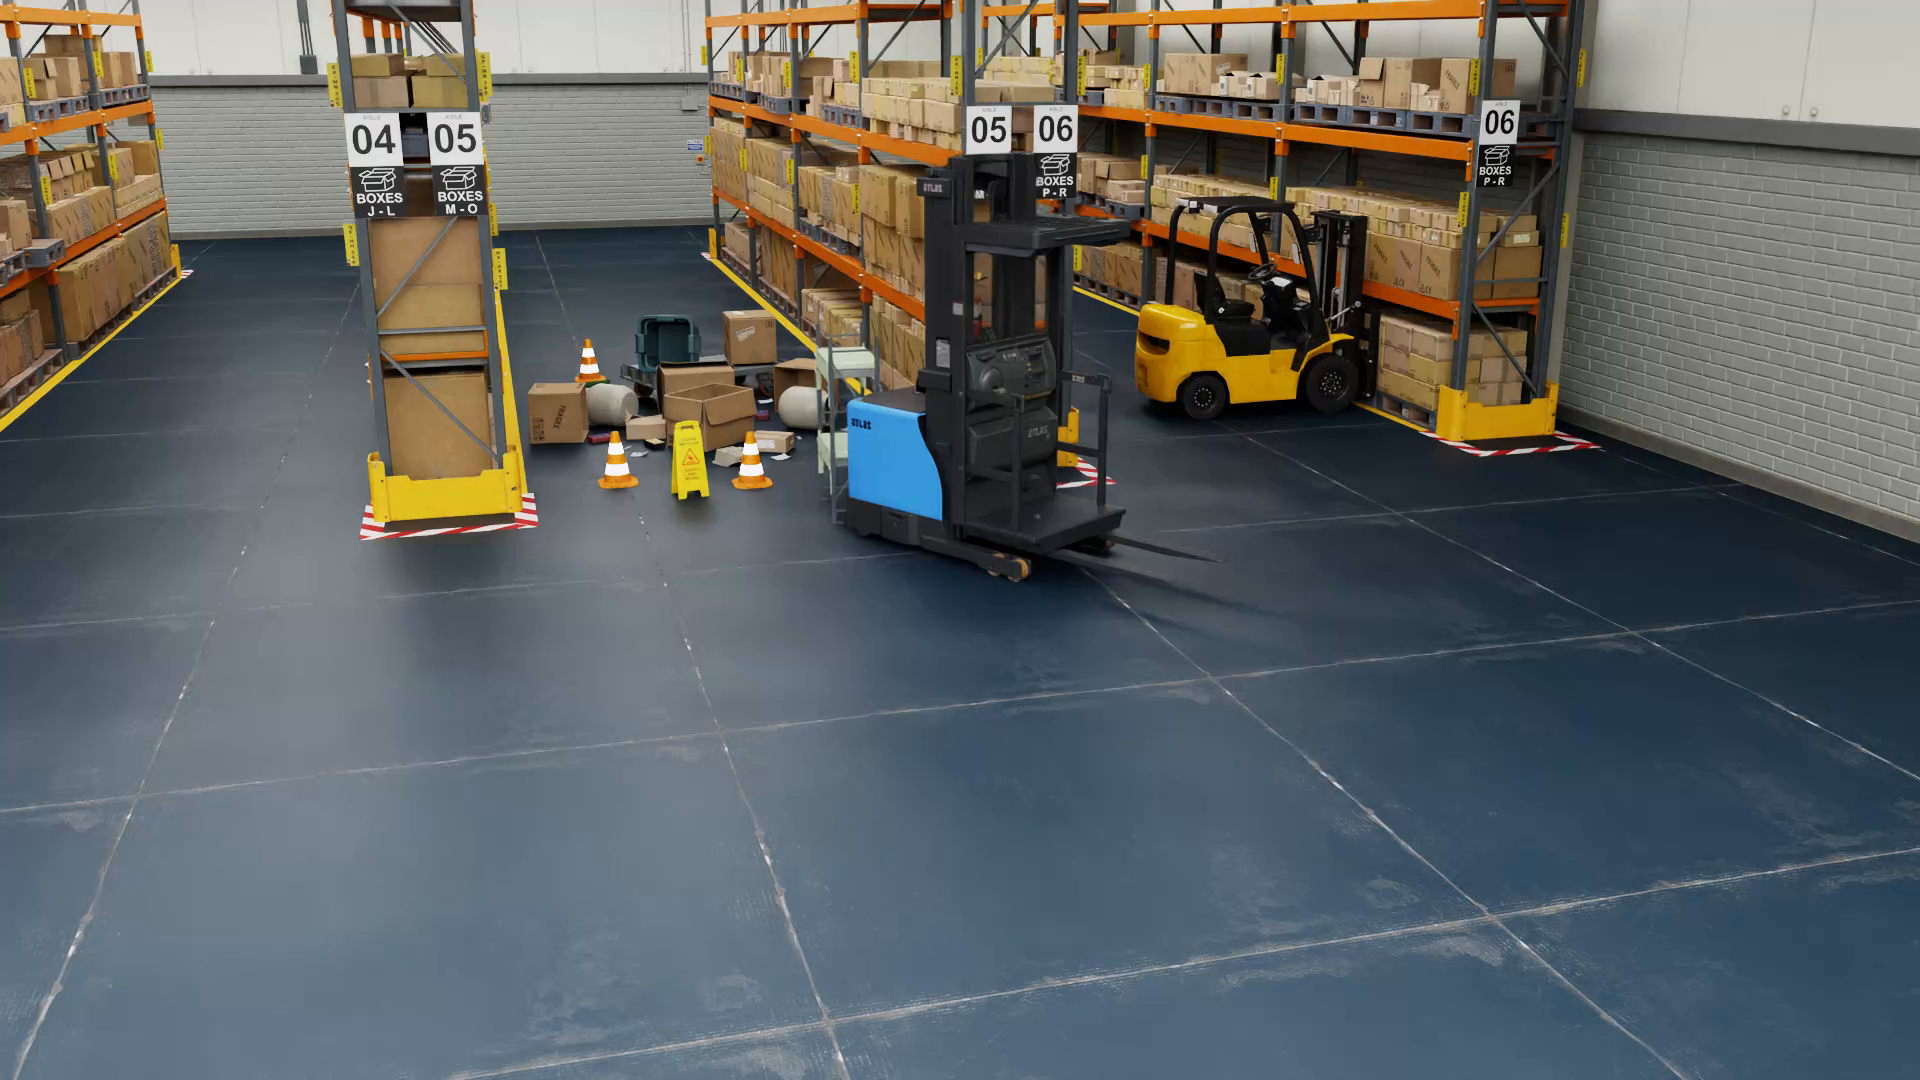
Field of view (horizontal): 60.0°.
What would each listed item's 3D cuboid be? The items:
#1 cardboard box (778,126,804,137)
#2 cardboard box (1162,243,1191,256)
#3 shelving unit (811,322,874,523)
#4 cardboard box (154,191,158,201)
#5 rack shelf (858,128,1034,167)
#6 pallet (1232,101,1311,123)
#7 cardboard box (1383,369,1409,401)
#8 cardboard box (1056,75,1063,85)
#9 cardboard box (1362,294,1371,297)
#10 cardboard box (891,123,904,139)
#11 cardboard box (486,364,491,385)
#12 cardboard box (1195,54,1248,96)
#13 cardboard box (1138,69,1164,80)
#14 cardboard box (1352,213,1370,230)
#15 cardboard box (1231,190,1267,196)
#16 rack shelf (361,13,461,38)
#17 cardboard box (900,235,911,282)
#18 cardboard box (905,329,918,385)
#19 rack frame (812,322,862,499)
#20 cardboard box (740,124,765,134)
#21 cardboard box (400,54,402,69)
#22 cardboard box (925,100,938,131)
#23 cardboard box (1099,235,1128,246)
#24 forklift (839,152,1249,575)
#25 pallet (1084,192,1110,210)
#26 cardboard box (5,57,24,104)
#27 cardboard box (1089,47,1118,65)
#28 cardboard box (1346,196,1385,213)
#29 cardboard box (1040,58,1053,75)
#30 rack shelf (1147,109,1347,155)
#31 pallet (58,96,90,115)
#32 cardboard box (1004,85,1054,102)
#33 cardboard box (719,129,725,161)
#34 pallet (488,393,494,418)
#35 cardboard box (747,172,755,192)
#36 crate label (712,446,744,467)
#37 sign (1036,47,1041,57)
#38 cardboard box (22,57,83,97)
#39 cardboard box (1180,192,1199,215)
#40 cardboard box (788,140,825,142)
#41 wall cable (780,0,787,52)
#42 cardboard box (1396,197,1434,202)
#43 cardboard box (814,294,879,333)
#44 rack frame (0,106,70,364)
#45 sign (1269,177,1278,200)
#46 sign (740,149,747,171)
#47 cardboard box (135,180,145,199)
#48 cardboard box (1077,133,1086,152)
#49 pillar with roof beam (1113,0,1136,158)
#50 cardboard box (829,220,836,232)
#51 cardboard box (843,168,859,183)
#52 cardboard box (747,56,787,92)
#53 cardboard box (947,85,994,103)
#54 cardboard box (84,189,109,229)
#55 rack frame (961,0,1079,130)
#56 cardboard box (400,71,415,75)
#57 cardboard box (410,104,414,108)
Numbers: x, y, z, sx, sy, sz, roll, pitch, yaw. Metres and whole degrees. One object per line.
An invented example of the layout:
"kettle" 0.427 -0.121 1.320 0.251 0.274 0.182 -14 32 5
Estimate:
"cardboard box" -2.626 -6.360 25.873 0.380 0.149 0.250 -5 17 -16
"cardboard box" 3.191 -4.261 24.412 0.380 0.149 0.250 -4 17 -14
"shelving unit" -0.956 -0.972 13.582 0.431 1.500 0.755 -3 17 -9
"cardboard box" -12.861 -5.404 26.164 0.380 0.149 0.250 -5 17 -15
"rack shelf" -0.041 -3.741 16.229 1.077 0.370 4.000 -5 17 -15
"pallet" 3.926 -5.184 20.114 0.805 0.209 1.217 -5 18 -17
"cardboard box" 4.720 -1.617 17.171 0.500 0.250 0.500 -5 17 -15
"cardboard box" 1.720 -7.186 25.978 0.380 0.149 0.250 -5 17 -15
"cardboard box" 4.656 -2.699 19.035 0.500 0.250 0.500 -5 17 -16
"cardboard box" -0.471 -4.049 16.442 0.380 0.149 0.250 -5 17 -16
"cardboard box" -5.579 -2.071 17.814 1.050 0.750 0.750 -5 17 -16
"cardboard box" 3.326 -5.935 21.203 0.500 0.500 0.500 -4 17 -14
"cardboard box" 2.703 -6.472 23.121 0.380 0.149 0.250 -4 17 -13
"cardboard box" 4.422 -3.416 17.809 0.380 0.149 0.250 -5 17 -16
"cardboard box" 3.569 -4.235 20.537 0.380 0.149 0.250 -5 18 -17
"rack shelf" -5.872 -5.673 18.143 1.077 0.370 4.000 -5 17 -15
"cardboard box" -0.294 -2.834 16.481 0.500 0.500 0.500 -4 17 -15
"cardboard box" -0.241 -1.825 16.558 0.500 0.500 0.500 -5 17 -17
"rack frame" -1.016 -1.076 13.927 0.400 1.500 0.023 -3 17 -9
"cardboard box" -3.294 -6.533 26.446 0.380 0.149 0.250 -5 17 -16
"cardboard box" -5.338 -4.392 15.292 0.380 0.149 0.250 -5 17 -16
"cardboard box" -0.015 -3.864 15.130 0.500 0.250 0.500 -5 17 -16
"cardboard box" 2.347 -4.574 25.454 0.380 0.149 0.250 -5 17 -15
"forklift" 0.626 -1.322 12.258 3.031 2.935 1.130 8 18 24
"pallet" 2.543 -5.148 25.209 1.003 0.211 1.213 -5 17 -15
"cardboard box" -10.847 -5.137 18.583 0.500 0.500 0.500 -4 17 -14
"cardboard box" 2.237 -7.565 26.005 0.396 0.266 0.258 -5 17 -15
"cardboard box" 4.414 -3.635 18.021 0.380 0.149 0.250 -5 17 -15
"cardboard box" 1.612 -7.676 26.952 0.500 0.250 0.500 -5 17 -15
"rack shelf" 3.631 -5.241 21.223 1.077 0.370 4.000 -5 17 -15
"pallet" -12.018 -5.727 21.922 0.805 0.209 1.217 -5 18 -17
"cardboard box" 0.607 -3.909 14.586 0.380 0.149 0.250 -5 17 -16
"cardboard box" -3.733 -6.609 27.828 0.500 0.500 0.500 -5 17 -16
"pallet" -5.188 -1.231 16.683 1.003 0.211 1.213 -5 17 -15
"cardboard box" -2.939 -5.439 25.236 0.500 0.250 0.500 -5 17 -17
"crate label" -2.099 -0.773 15.286 0.298 0.136 0.250 16 23 42
"sign" 1.422 -8.814 30.328 0.100 0.325 0.005 -5 17 -15
"cardboard box" -12.148 -6.158 22.120 0.700 0.500 0.500 -4 17 -14
"cardboard box" 3.232 -4.443 21.921 0.500 0.250 0.500 -5 17 -17
"cardboard box" -2.275 -5.696 24.788 0.500 0.500 0.500 -4 17 -14
"wall cable" -2.310 -11.232 34.639 2.988 3.039 0.133 -5 17 -15
"cardboard box" 4.920 -3.603 17.915 0.380 0.149 0.250 -4 17 -14
"cardboard box" -1.334 -2.891 21.200 0.950 0.372 0.625 -5 17 -16
"rack frame" -11.218 -3.525 19.474 1.000 3.000 0.127 -5 17 -15
"sign" 3.662 -4.067 19.402 0.100 0.325 0.005 -5 17 -15
"sign" -3.322 -5.823 25.482 0.100 0.325 0.005 -5 17 -15
"cardboard box" -12.602 -5.271 25.029 0.500 0.250 0.500 -5 17 -15
"cardboard box" 1.829 -6.671 28.388 0.500 0.500 0.500 -5 17 -17
"pillar with roof beam" -1.481 -8.605 25.958 9.100 9.000 0.400 -5 17 -15
"cardboard box" -1.382 -3.834 20.209 0.380 0.149 0.250 -4 17 -14
"cardboard box" -1.136 -4.204 19.185 0.380 0.149 0.250 -5 17 -17
"cardboard box" -2.826 -6.834 24.372 0.500 0.500 0.500 -5 17 -16
"cardboard box" 0.098 -3.939 14.687 0.380 0.149 0.250 -4 17 -14
"cardboard box" -11.797 -4.434 22.327 0.500 0.500 0.500 -4 17 -14
"rack frame" 0.509 -4.969 13.853 1.000 3.000 0.127 -5 17 -15
"cardboard box" -5.178 -4.103 15.023 0.500 0.250 0.500 -5 17 -16
"cardboard box" -5.670 -4.580 17.127 0.500 0.250 0.500 -5 17 -15
